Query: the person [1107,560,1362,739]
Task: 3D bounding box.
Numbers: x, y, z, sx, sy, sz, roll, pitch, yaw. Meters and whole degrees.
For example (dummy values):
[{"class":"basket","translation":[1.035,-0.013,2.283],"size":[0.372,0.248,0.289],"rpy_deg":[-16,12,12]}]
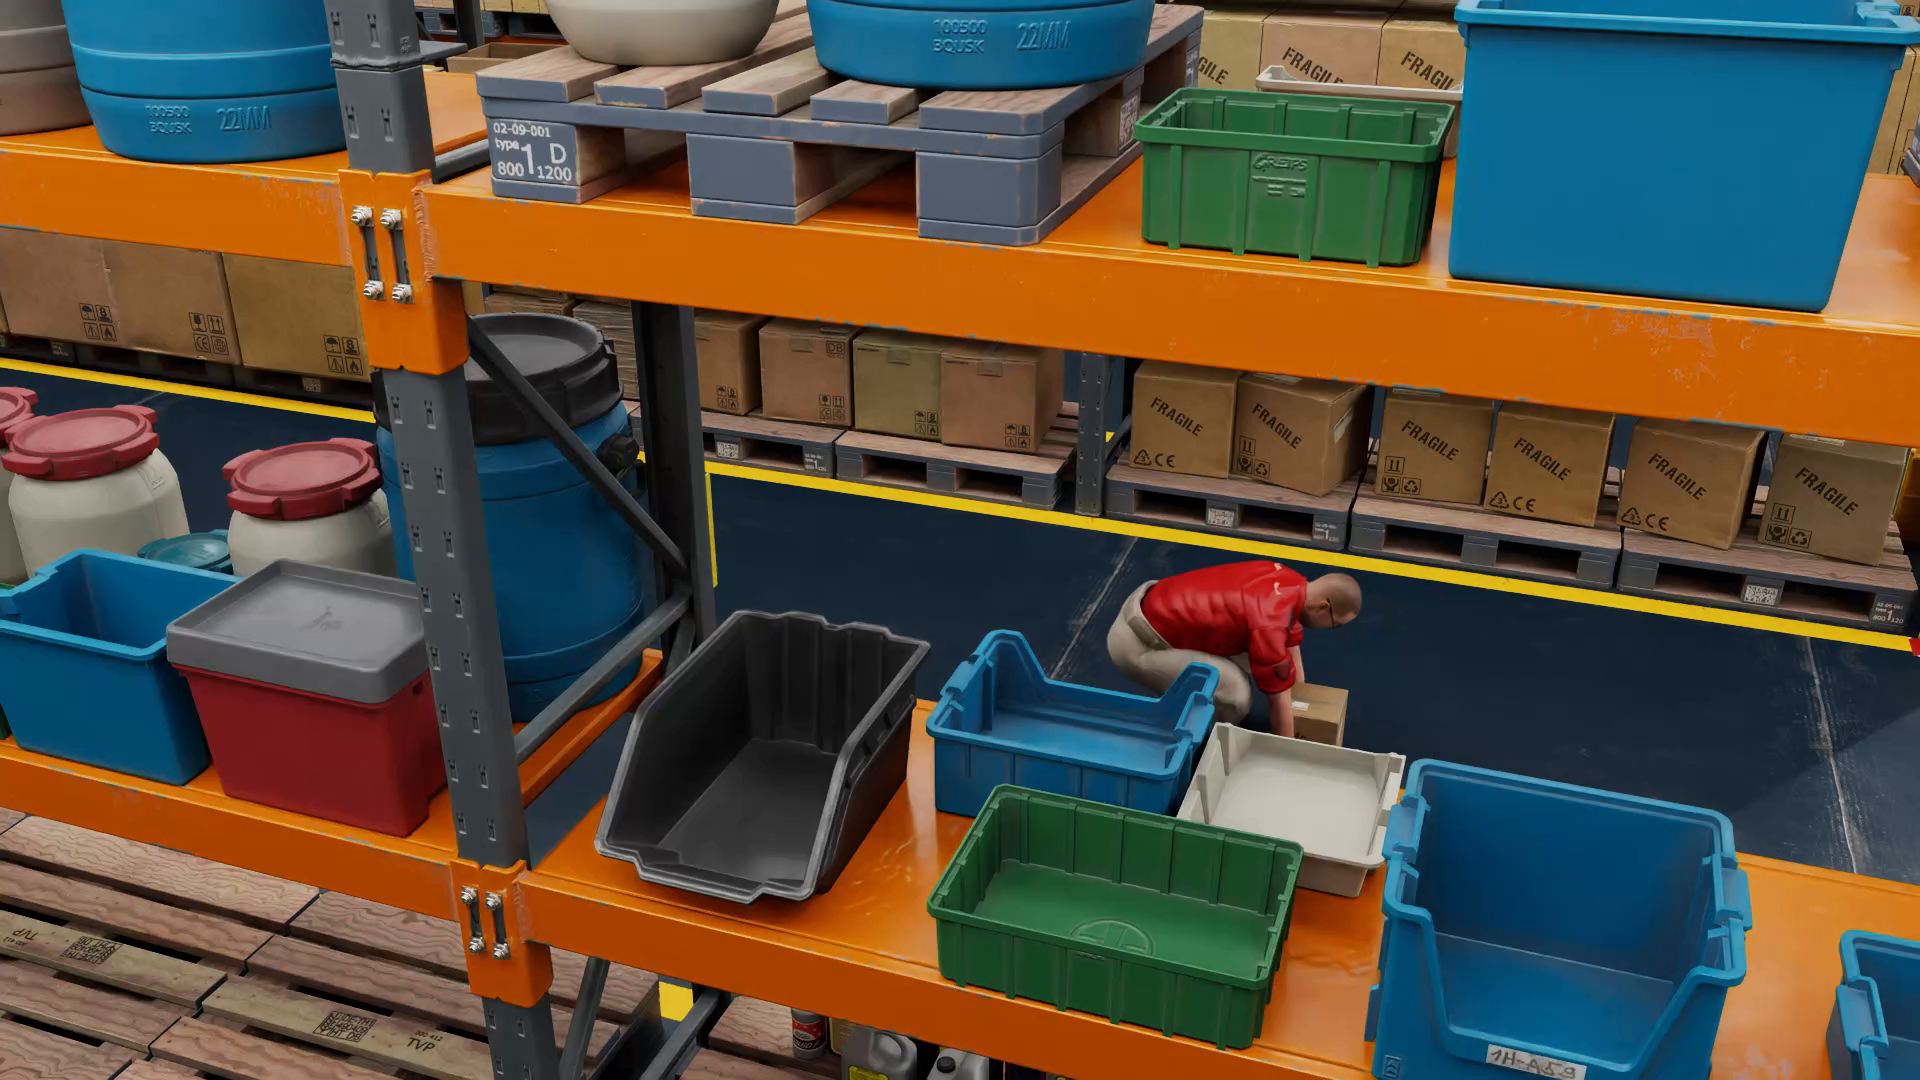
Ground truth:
[{"class":"person","translation":[1.026,0.464,6.329],"size":[0.916,0.813,0.527],"rpy_deg":[8,27,16]}]
